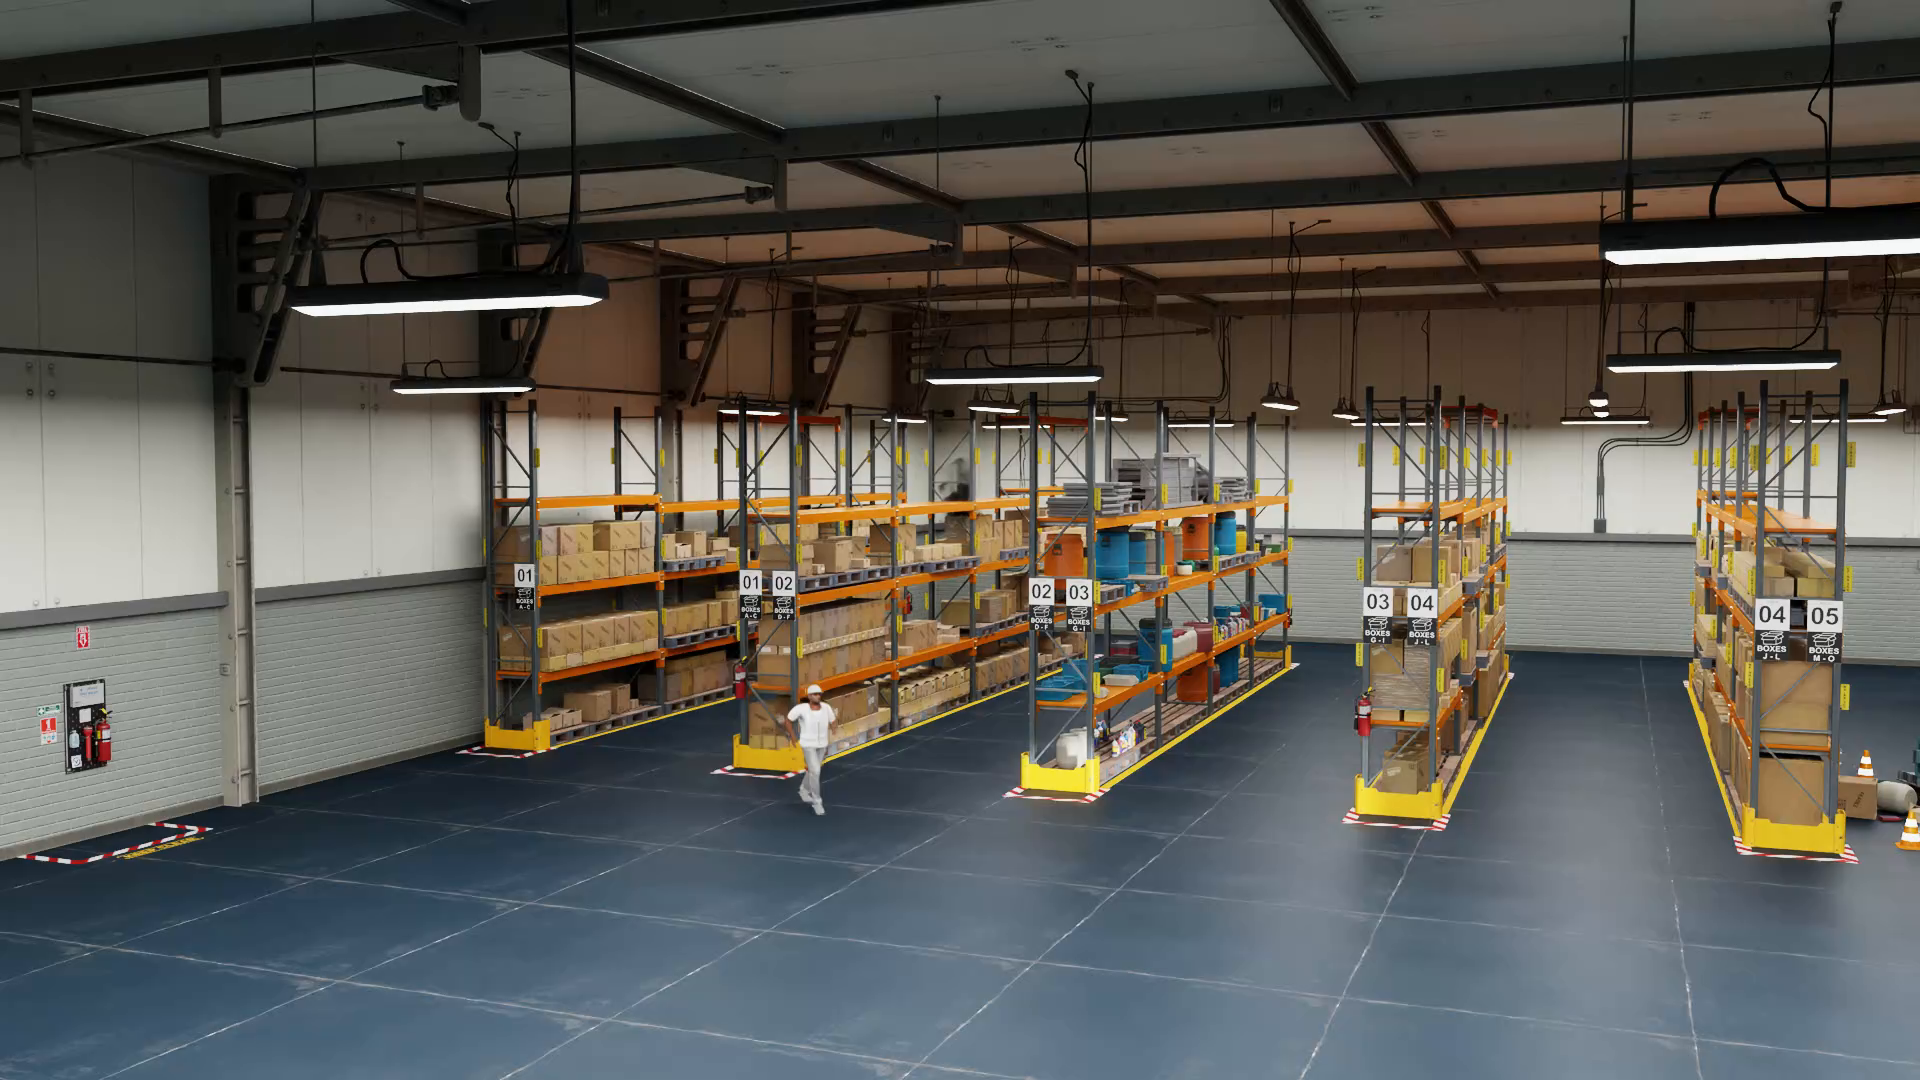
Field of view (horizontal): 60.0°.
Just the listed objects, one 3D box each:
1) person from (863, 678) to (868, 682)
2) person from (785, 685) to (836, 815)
[{"bbox_3d":[-2.185,2.222,34.101,0.614,1.686,0.868,1,3,25],"label":"person"},{"bbox_3d":[-2.079,2.951,23.683,0.686,1.805,0.854,-2,3,-36],"label":"person"}]
